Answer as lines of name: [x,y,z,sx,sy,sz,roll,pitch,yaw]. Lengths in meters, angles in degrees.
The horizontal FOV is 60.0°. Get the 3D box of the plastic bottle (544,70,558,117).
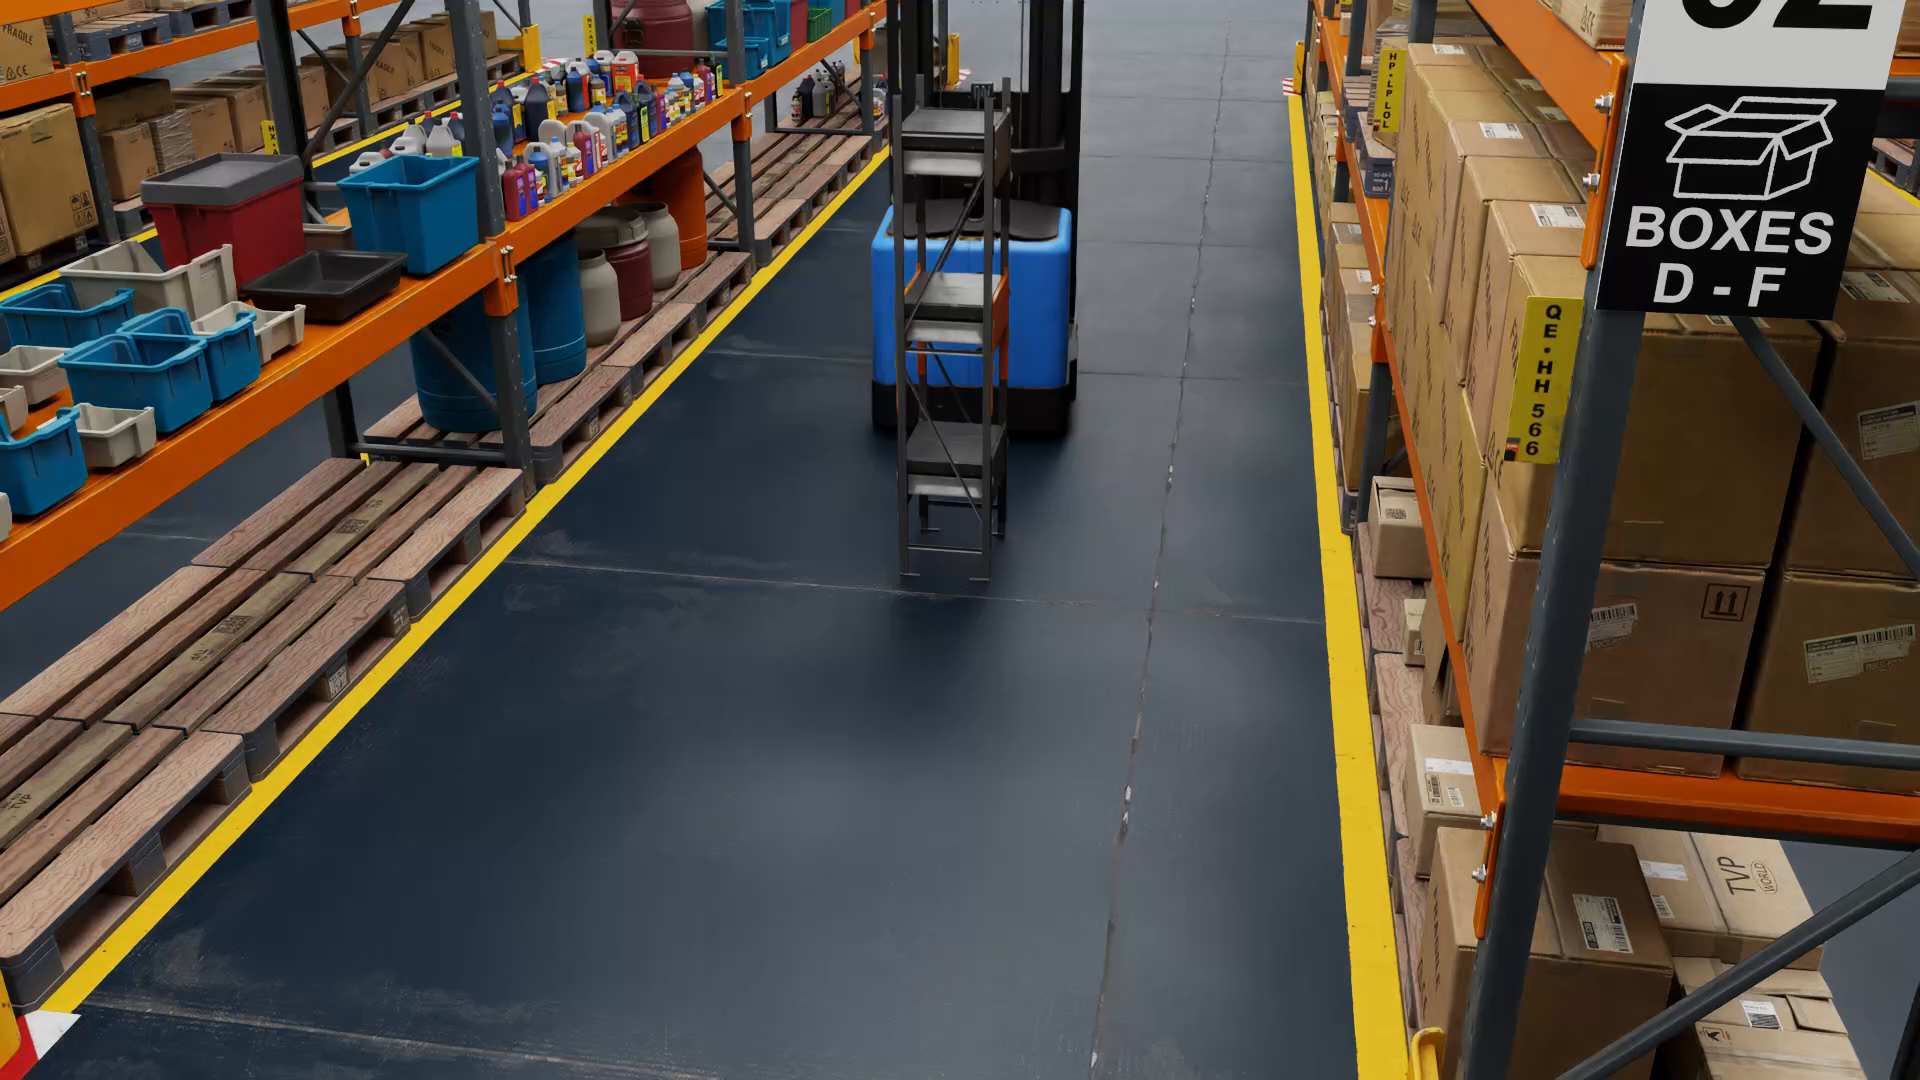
plastic bottle: [-2.516,-2.717,10.155,0.061,0.283,0.133,4,25,9]

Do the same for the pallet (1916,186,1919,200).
pallet: [8.355,-2.670,13.204,1.003,0.211,1.213,4,25,9]

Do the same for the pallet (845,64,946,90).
pallet: [-0.743,-4.980,18.141,1.003,0.211,1.213,4,25,9]

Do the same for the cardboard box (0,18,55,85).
cardboard box: [-6.669,-3.437,11.436,0.500,0.500,0.500,5,26,10]

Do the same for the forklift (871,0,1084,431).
forklift: [0.158,-2.492,9.616,1.130,2.935,3.031,2,25,4]

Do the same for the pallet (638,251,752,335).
pallet: [-2.034,-1.676,11.082,1.003,0.211,1.213,4,25,9]

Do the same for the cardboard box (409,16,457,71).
cardboard box: [-5.708,-5.506,18.429,0.500,0.500,0.500,11,27,22]

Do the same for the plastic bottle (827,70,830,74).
plastic bottle: [-1.315,-4.659,16.865,0.097,0.271,0.097,0,25,0]

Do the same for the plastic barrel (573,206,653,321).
plastic barrel: [-2.194,-1.692,10.175,0.600,0.588,0.708,4,25,9]

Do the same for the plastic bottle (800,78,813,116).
plastic bottle: [-1.472,-4.234,15.862,0.144,0.351,0.185,3,25,7]

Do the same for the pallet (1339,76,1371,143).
pallet: [2.898,-2.552,9.890,1.213,0.211,1.003,4,25,9]

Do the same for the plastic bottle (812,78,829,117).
plastic bottle: [-1.330,-4.224,15.841,0.144,0.351,0.185,4,25,9]

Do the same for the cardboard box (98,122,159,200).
cardboard box: [-6.743,-2.964,12.973,0.700,0.500,0.500,3,25,6]

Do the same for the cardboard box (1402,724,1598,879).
cardboard box: [1.663,0.825,5.173,0.500,0.250,0.500,4,25,9]

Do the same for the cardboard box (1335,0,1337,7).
cardboard box: [3.740,-5.052,14.887,0.700,0.500,0.500,4,25,8]

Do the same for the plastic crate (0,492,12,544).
plastic crate: [-2.755,-0.042,4.543,0.250,0.136,0.298,4,25,9]

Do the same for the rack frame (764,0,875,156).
rack frame: [-1.293,-4.945,14.776,1.000,3.000,0.127,4,25,9]

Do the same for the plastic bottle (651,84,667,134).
plastic bottle: [-1.778,-2.542,9.780,0.061,0.283,0.133,4,25,9]

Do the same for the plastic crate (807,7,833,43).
plastic crate: [-1.299,-4.101,13.223,0.450,0.188,0.662,4,25,9]

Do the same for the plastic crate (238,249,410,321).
plastic crate: [-2.518,-1.015,6.633,0.437,0.125,0.590,4,25,9]

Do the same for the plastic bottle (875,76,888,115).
plastic bottle: [-0.751,-4.253,15.904,0.144,0.351,0.185,5,25,10]

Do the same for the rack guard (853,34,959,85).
rack guard: [-0.605,-5.450,18.805,1.175,0.500,0.348,4,25,9]

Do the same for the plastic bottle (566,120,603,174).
plastic bottle: [-1.997,-2.097,8.838,0.152,0.276,0.135,4,25,9]

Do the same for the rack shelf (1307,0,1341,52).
rack shelf: [3.920,-5.111,15.979,1.077,0.370,4.000,4,25,9]

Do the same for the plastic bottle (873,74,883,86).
plastic bottle: [-0.801,-4.476,16.467,0.152,0.276,0.135,4,25,9]

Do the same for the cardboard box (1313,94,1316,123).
cardboard box: [3.545,-3.962,15.425,0.500,0.250,0.500,4,25,9]

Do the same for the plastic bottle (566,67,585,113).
plastic bottle: [-2.398,-2.811,10.368,0.097,0.271,0.097,0,25,0]

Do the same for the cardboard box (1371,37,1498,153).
cardboard box: [2.514,-2.233,8.368,0.700,0.500,0.500,-2,25,-5]

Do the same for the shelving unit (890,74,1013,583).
shelving unit: [-0.027,-0.882,7.157,0.431,2.100,0.503,4,25,9]

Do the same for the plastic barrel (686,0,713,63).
plastic barrel: [-1.989,-3.767,12.129,0.421,0.512,0.421,0,25,0]

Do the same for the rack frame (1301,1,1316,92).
rack frame: [4.247,-6.273,17.613,1.000,3.000,0.127,4,25,9]

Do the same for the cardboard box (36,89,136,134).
cardboard box: [-6.753,-3.304,12.815,0.500,0.250,0.500,5,26,11]

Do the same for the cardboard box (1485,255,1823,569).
cardboard box: [1.434,-0.284,3.522,0.500,0.500,0.500,4,25,8]

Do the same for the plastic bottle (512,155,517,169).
plastic bottle: [-2.215,-1.830,8.355,0.097,0.201,0.097,0,25,0]

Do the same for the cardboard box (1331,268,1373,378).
cardboard box: [2.336,-1.176,9.154,0.500,0.500,0.500,3,25,7]

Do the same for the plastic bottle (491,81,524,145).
plastic bottle: [-2.593,-2.444,9.492,0.144,0.351,0.185,4,25,9]

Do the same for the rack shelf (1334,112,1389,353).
rack shelf: [2.613,-1.765,8.830,1.077,0.370,4.000,4,25,9]

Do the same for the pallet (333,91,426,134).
pallet: [-6.104,-4.308,16.705,1.003,0.211,1.213,4,25,9]

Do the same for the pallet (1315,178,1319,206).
pallet: [3.512,-3.026,13.966,1.003,0.211,1.213,4,25,9]

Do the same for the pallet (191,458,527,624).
pallet: [-2.682,-0.026,7.556,1.003,0.211,1.213,4,25,9]

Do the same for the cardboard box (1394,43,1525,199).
cardboard box: [1.931,-1.575,6.278,0.500,0.500,0.500,5,25,10]

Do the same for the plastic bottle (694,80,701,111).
plastic bottle: [-1.682,-2.799,10.425,0.097,0.201,0.097,0,25,0]

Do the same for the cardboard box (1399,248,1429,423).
cardboard box: [1.769,-0.682,5.550,0.500,0.500,0.500,4,25,8]

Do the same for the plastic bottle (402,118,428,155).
plastic bottle: [-2.773,-1.984,8.508,0.144,0.351,0.185,4,25,9]

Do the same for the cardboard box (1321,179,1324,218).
cardboard box: [2.951,-2.535,12.375,0.500,0.250,0.500,5,25,10]

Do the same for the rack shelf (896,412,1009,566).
rack shelf: [-0.027,-0.235,7.459,0.431,0.518,0.480,4,25,9]

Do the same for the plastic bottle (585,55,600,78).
plastic bottle: [-2.382,-3.008,10.790,0.097,0.271,0.097,0,25,0]

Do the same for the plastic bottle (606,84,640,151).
plastic bottle: [-1.898,-2.376,9.346,0.144,0.351,0.185,4,25,9]

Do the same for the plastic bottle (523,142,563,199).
plastic bottle: [-2.089,-1.863,8.338,0.152,0.276,0.135,4,25,9]

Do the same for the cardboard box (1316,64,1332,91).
cardboard box: [3.547,-4.302,15.266,0.500,0.500,0.500,4,25,9]

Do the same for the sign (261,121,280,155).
sign: [-3.143,-1.763,7.652,0.100,0.325,0.005,4,25,9]

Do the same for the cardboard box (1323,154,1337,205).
cardboard box: [2.861,-2.580,11.810,0.500,0.311,0.500,4,25,8]
